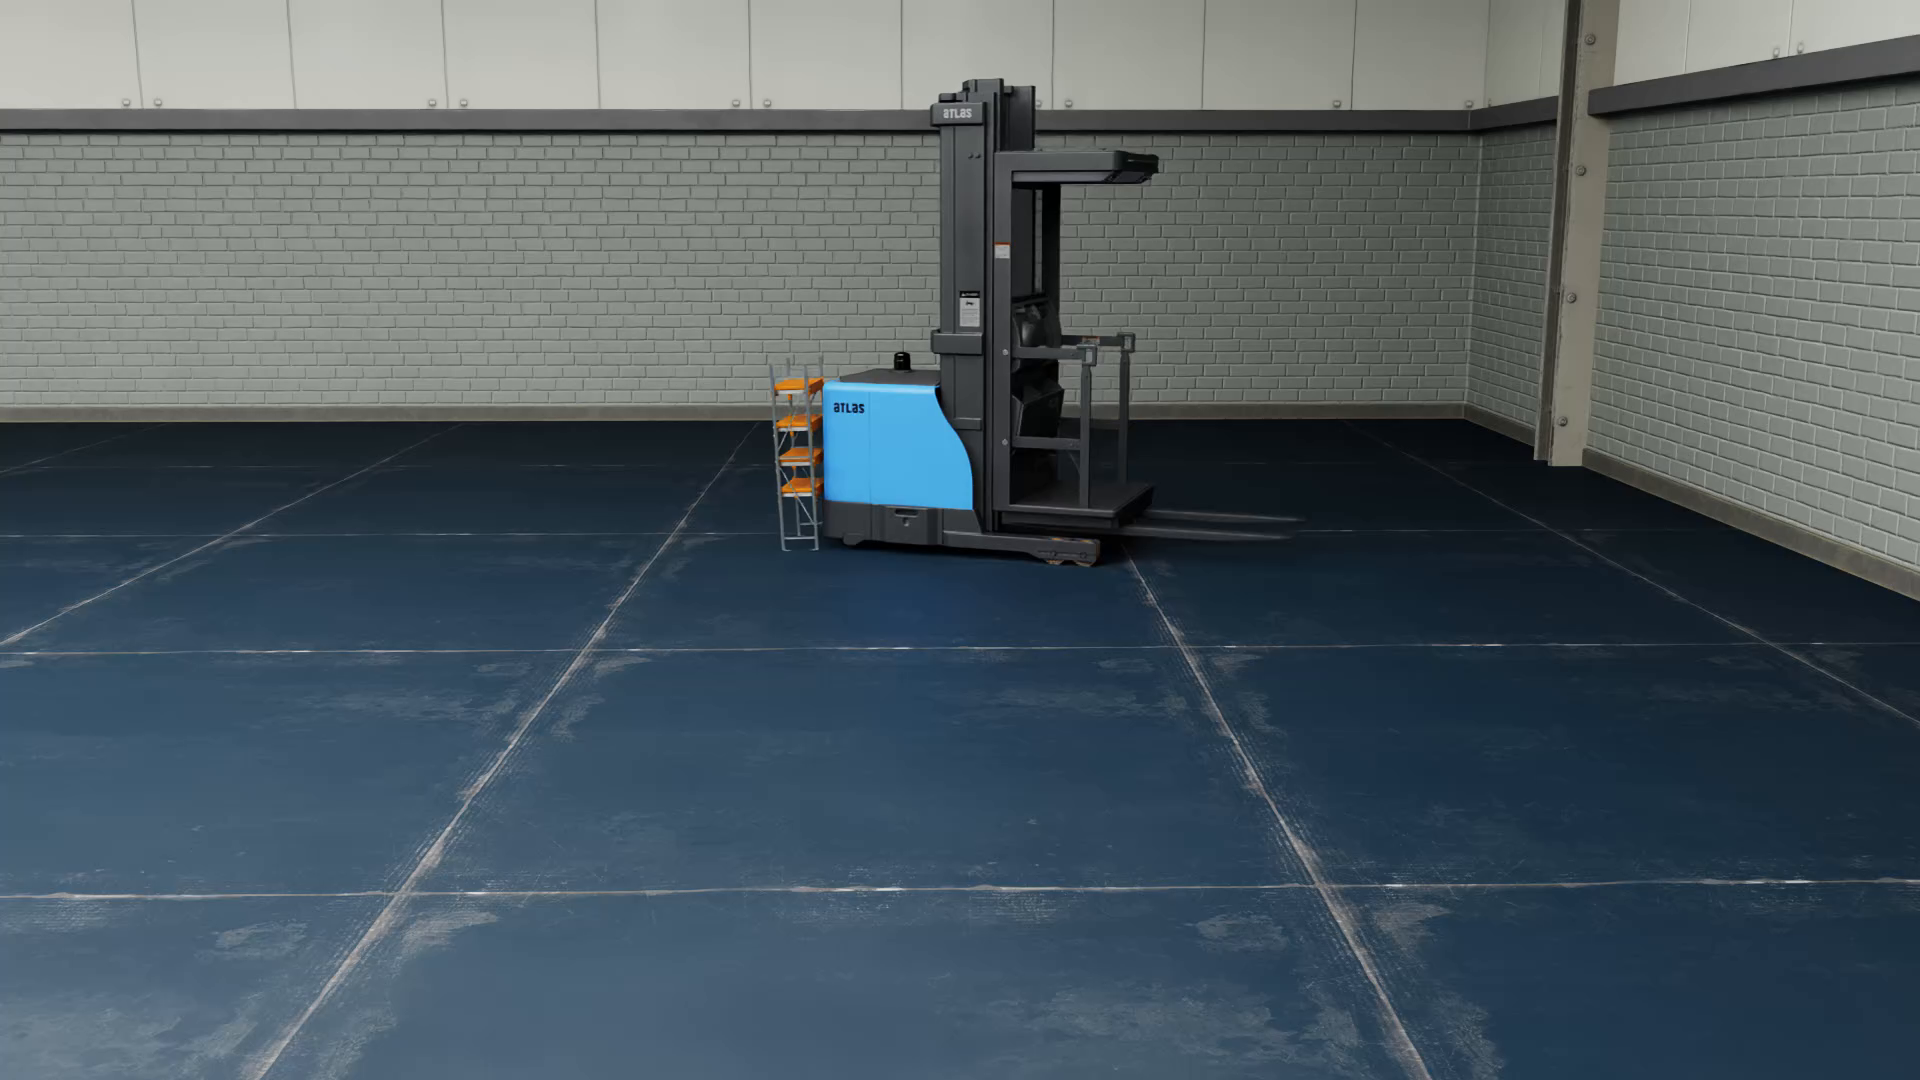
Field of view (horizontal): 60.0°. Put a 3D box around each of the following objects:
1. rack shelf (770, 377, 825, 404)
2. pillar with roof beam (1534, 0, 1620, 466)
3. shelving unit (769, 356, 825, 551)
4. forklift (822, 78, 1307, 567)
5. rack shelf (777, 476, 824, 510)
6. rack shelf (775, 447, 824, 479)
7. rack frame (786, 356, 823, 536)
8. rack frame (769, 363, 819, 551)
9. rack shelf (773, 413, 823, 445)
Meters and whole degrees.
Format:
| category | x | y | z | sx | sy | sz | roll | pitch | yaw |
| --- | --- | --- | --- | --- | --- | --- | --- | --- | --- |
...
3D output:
| category | x | y | z | sx | sy | sz | roll | pitch | yaw |
| --- | --- | --- | --- | --- | --- | --- | --- | --- | --- |
| rack shelf | -1.045 | -0.954 | 10.737 | 0.258 | 0.148 | 0.480 | -1 | 11 | 7 |
| pillar with roof beam | 0.871 | -5.063 | 13.380 | 9.100 | 9.000 | 0.400 | 0 | 11 | -1 |
| shelving unit | -1.026 | -0.568 | 10.813 | 0.258 | 1.200 | 0.503 | -1 | 11 | 7 |
| forklift | 0.675 | -1.388 | 10.529 | 3.031 | 2.935 | 1.130 | 4 | 12 | 19 |
| rack shelf | -1.014 | -0.308 | 10.864 | 0.258 | 0.148 | 0.480 | -1 | 11 | 7 |
| rack shelf | -1.023 | -0.503 | 10.826 | 0.258 | 0.148 | 0.480 | -1 | 11 | 7 |
| rack frame | -0.999 | -0.617 | 11.050 | 0.240 | 1.200 | 0.015 | -1 | 11 | 7 |
| rack frame | -1.054 | -0.520 | 10.575 | 0.240 | 1.200 | 0.015 | -1 | 11 | 7 |
| rack shelf | -1.033 | -0.722 | 10.783 | 0.258 | 0.148 | 0.480 | -1 | 11 | 7 |
